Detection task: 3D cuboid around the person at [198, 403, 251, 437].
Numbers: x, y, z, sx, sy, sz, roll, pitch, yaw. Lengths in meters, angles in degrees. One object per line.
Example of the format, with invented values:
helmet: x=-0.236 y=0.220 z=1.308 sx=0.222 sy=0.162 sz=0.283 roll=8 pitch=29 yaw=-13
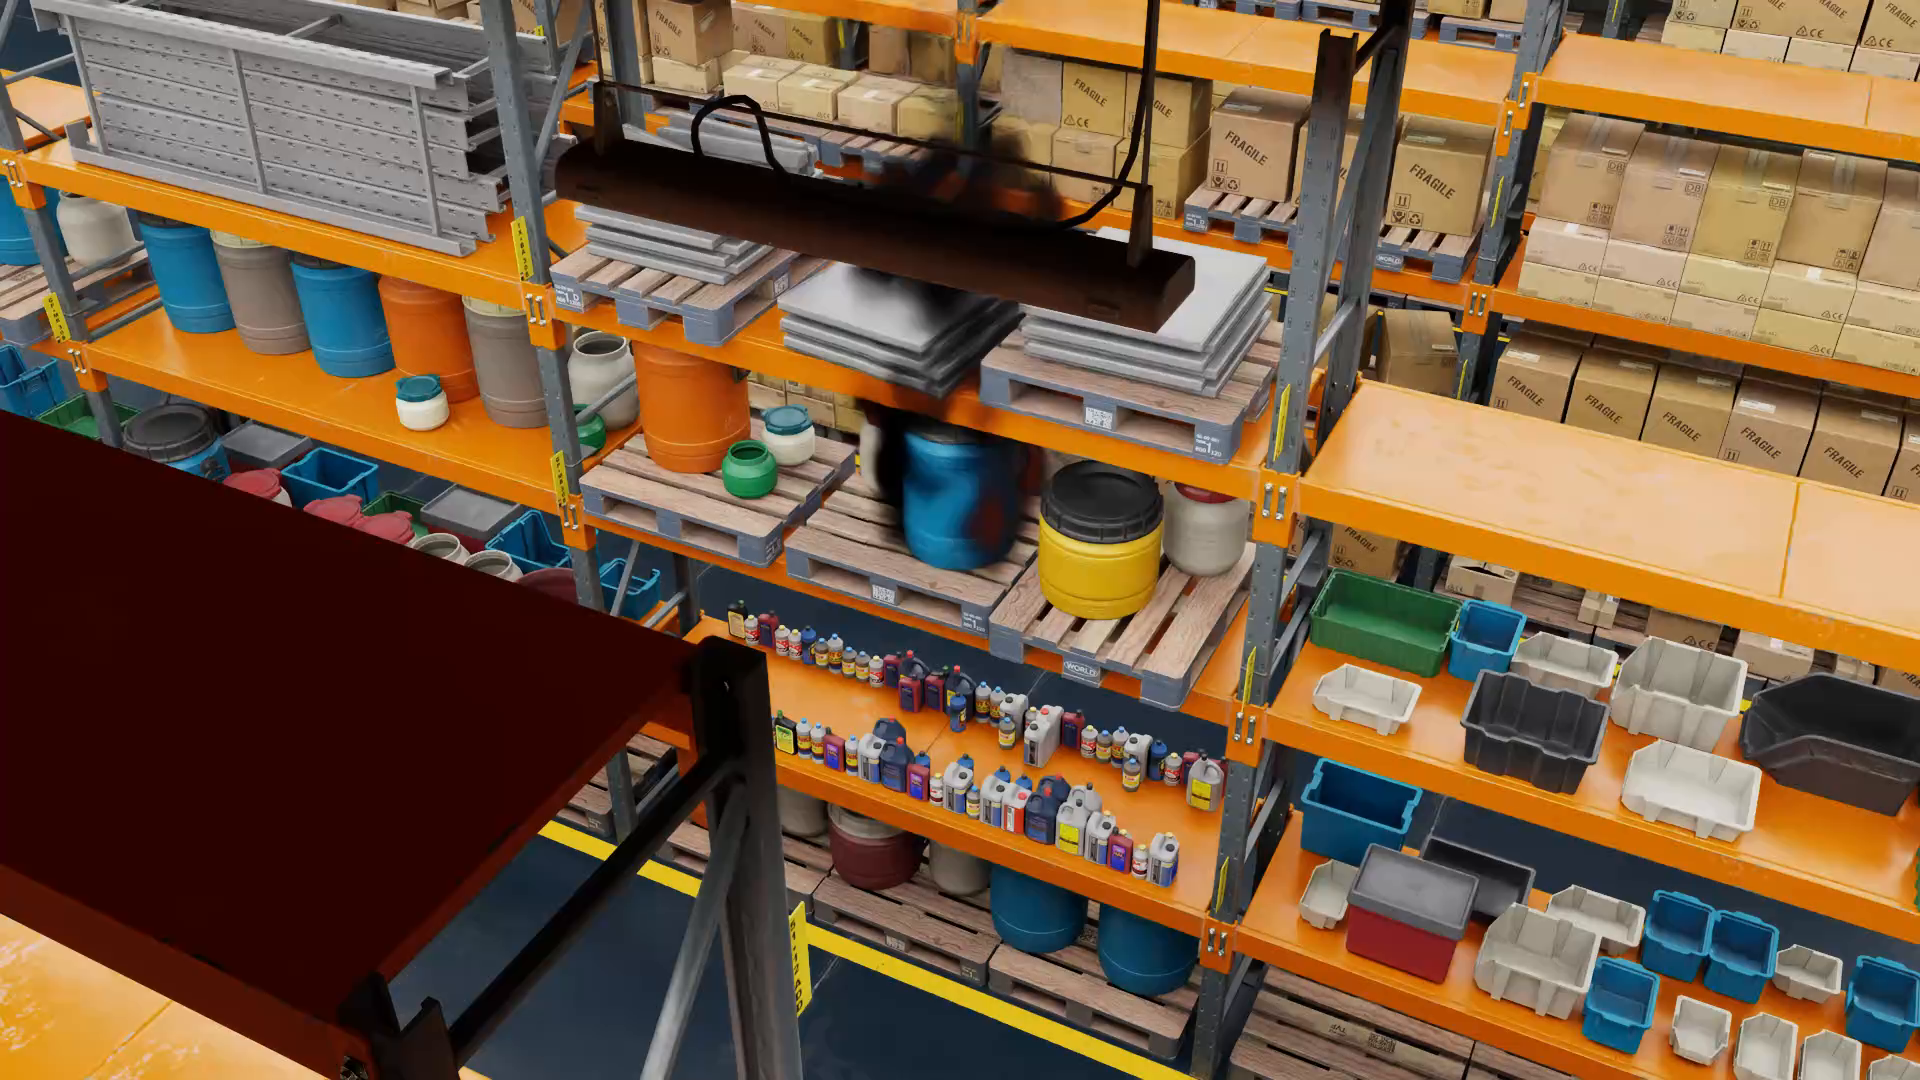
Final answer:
person: x=-6.099 y=-1.110 z=13.888 sx=0.831 sy=1.831 sz=0.685 roll=12 pitch=37 yaw=17
